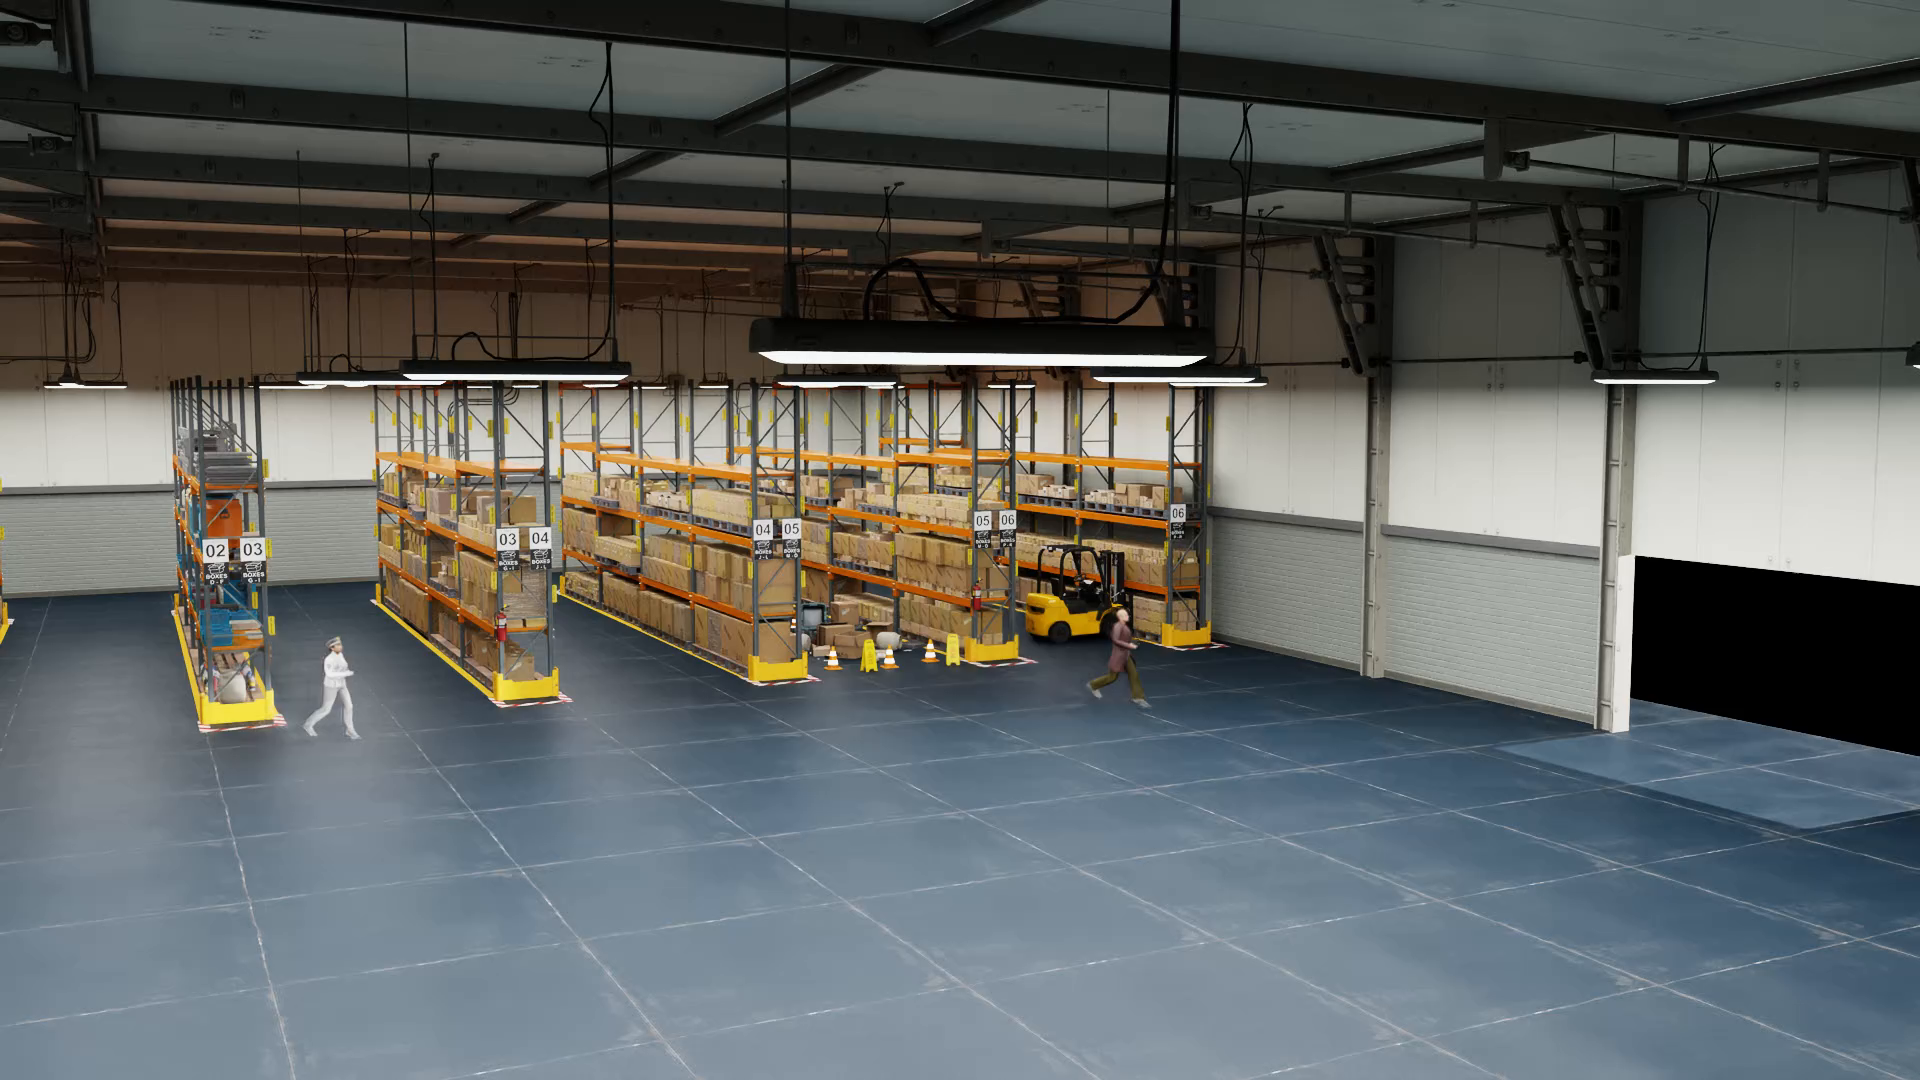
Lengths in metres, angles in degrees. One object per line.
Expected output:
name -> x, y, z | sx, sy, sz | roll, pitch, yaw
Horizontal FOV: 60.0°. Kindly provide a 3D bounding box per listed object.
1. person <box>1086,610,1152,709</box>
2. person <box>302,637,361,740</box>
person -> 2.885, 2.162, 30.253 | 1.218, 1.786, 0.671 | 3, 6, 27
person -> -10.347, 2.447, 27.400 | 0.917, 1.726, 0.620 | 1, 5, 10
